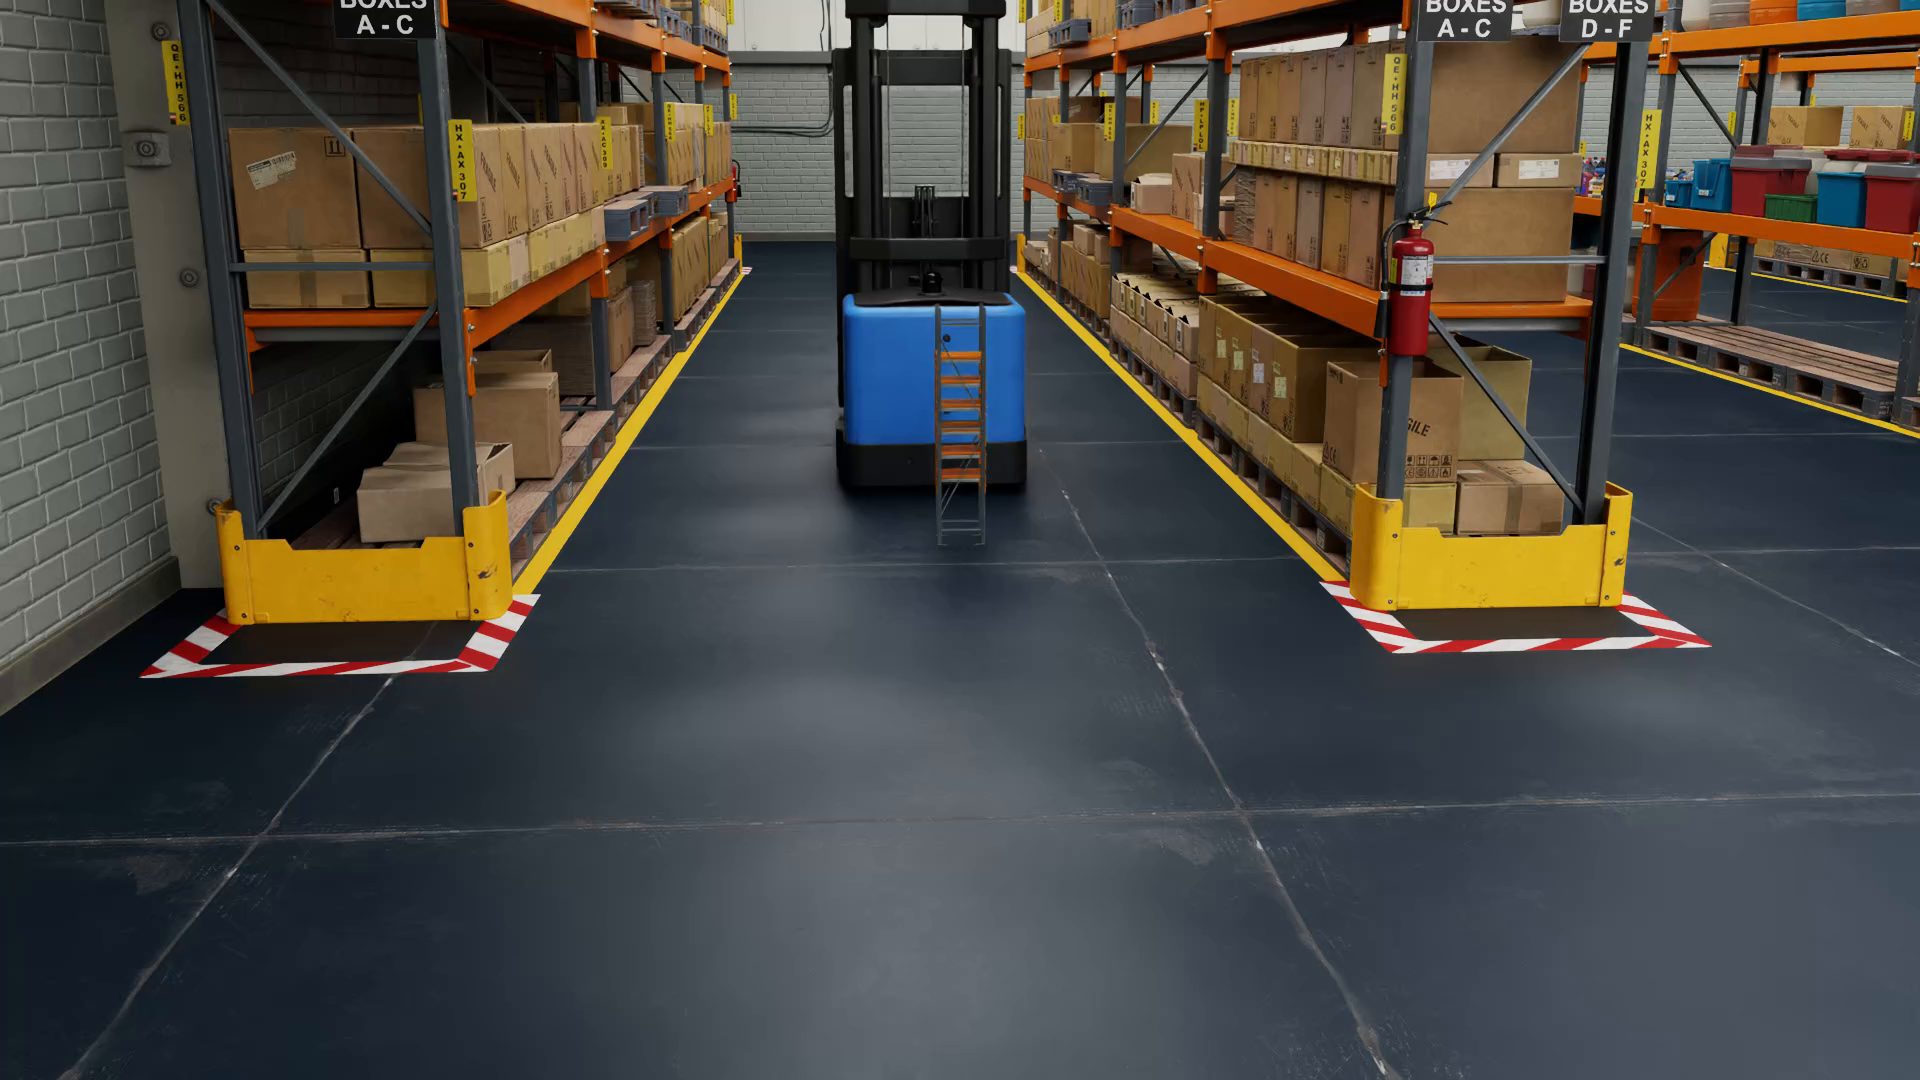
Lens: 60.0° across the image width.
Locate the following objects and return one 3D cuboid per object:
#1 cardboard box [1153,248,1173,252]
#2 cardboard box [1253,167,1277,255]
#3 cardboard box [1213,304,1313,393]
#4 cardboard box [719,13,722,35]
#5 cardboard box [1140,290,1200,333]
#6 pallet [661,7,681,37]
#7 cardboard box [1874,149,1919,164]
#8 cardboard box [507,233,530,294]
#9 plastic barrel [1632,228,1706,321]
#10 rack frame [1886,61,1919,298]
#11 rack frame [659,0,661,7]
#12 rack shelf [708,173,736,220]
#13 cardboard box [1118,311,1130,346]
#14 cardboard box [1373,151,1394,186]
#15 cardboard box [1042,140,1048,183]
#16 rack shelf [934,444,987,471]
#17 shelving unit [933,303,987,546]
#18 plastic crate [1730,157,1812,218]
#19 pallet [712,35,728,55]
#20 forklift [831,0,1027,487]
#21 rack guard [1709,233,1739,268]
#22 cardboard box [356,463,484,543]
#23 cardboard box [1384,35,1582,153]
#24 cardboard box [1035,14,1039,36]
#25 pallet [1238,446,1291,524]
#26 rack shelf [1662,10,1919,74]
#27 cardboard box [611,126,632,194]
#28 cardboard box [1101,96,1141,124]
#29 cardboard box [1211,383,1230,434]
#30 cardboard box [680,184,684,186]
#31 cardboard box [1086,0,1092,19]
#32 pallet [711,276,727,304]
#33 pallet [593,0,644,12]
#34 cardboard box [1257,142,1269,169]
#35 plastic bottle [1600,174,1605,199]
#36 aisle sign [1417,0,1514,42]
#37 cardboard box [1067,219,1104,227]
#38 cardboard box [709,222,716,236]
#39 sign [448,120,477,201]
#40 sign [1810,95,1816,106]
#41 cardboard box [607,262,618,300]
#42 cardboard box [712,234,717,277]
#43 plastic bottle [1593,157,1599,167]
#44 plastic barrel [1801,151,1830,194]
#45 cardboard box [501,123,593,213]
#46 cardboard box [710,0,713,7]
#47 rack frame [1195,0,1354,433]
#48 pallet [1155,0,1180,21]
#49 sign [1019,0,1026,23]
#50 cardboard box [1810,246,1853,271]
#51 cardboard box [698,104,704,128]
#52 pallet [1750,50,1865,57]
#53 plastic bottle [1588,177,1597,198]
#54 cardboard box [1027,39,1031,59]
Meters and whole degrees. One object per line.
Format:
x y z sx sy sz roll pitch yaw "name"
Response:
1.993 -2.820 17.601 0.500 0.500 0.500 -1 14 -3 "cardboard box"
2.192 -2.001 10.084 0.700 0.500 0.500 -1 14 -4 "cardboard box"
1.874 -1.185 10.282 0.500 0.500 0.500 -1 14 -3 "cardboard box"
-3.225 -6.426 20.718 0.500 0.250 0.500 -1 14 -6 "cardboard box"
1.713 -1.812 13.101 0.500 0.311 0.500 -1 14 -4 "cardboard box"
-3.166 -4.632 14.869 1.213 0.211 1.003 0 14 -1 "pallet"
11.222 -4.513 19.751 0.500 0.250 0.500 -1 14 -4 "cardboard box"
-2.337 -1.314 7.876 0.500 0.250 0.500 -1 14 -5 "cardboard box"
6.768 -2.538 15.885 0.600 0.830 0.708 -1 14 -3 "plastic barrel"
11.511 -4.336 19.358 1.000 3.000 0.127 -1 14 -3 "rack frame"
-3.073 -6.017 13.853 1.000 3.000 0.127 -1 14 -3 "rack frame"
-3.444 -4.255 20.490 1.077 0.370 4.000 -1 14 -3 "rack shelf"
1.643 -1.801 14.182 0.500 0.250 0.500 -1 14 -5 "cardboard box"
2.135 -1.719 7.686 0.380 0.149 0.250 -1 14 -2 "cardboard box"
1.269 -4.609 20.218 0.500 0.500 0.500 -1 14 -2 "cardboard box"
0.001 -0.418 8.404 0.258 0.103 0.180 -1 14 -3 "rack shelf"
0.001 -0.577 8.363 0.258 1.200 0.189 -1 14 -3 "shelving unit"
6.610 -2.889 13.607 0.402 0.464 0.583 -1 14 -3 "plastic crate"
-3.512 -6.327 21.254 1.003 0.211 1.213 -1 14 -3 "pallet"
-0.251 -2.038 10.565 1.130 2.935 3.031 -1 14 -4 "forklift"
11.262 -4.126 23.560 1.175 0.500 0.348 -1 14 -3 "rack guard"
-2.530 -0.206 7.822 0.500 0.311 0.500 -3 15 -10 "cardboard box"
2.347 -2.006 7.498 0.700 0.500 0.500 -1 14 -3 "cardboard box"
1.209 -6.420 20.738 0.500 0.250 0.500 -1 14 -3 "cardboard box"
2.205 -0.341 9.429 1.003 0.211 1.213 -1 14 -3 "pallet"
6.939 -3.872 12.978 1.077 0.370 4.000 -1 14 -3 "rack shelf"
-2.934 -2.947 12.877 0.700 0.500 0.500 -1 14 -3 "cardboard box"
1.875 -4.838 19.103 0.500 0.500 0.500 -1 14 -2 "cardboard box"
1.871 -0.822 10.375 0.500 0.250 0.500 -1 14 -3 "cardboard box"
-2.977 -3.532 16.698 0.380 0.149 0.250 0 14 -2 "cardboard box"
1.645 -5.645 17.181 0.600 0.600 0.600 -1 14 -4 "cardboard box"
-3.290 -2.946 19.554 1.003 0.211 1.213 -1 14 -3 "pallet"
-2.757 -3.634 10.987 1.213 0.211 1.003 -1 14 -3 "pallet"
1.993 -2.295 9.925 0.380 0.149 0.250 -1 14 -4 "cardboard box"
6.337 -3.480 16.288 0.097 0.271 0.097 0 14 0 "plastic bottle"
2.078 -2.438 6.763 0.394 0.787 0.004 -1 14 -3 "aisle sign"
1.655 -4.050 22.380 0.500 0.500 0.500 -1 14 -3 "cardboard box"
-3.104 -3.689 19.716 0.380 0.149 0.250 0 14 -2 "cardboard box"
-2.036 -1.550 6.793 0.100 0.325 0.005 -1 14 -3 "sign"
11.806 -6.011 23.070 0.100 0.325 0.005 -1 14 -3 "sign"
-2.966 -2.029 13.019 0.500 0.250 0.500 -1 14 -4 "cardboard box"
-3.292 -3.412 19.941 0.700 0.500 0.500 -1 14 -4 "cardboard box"
6.951 -4.012 18.199 0.144 0.351 0.185 -1 14 -3 "plastic bottle"
7.118 -2.961 13.792 0.421 0.512 0.421 0 14 0 "plastic barrel"
-2.450 -2.180 9.736 0.500 0.500 0.500 -1 14 -4 "cardboard box"
-3.123 -6.411 19.156 0.500 0.500 0.500 -1 14 -5 "cardboard box"
2.119 -2.194 11.035 1.000 3.000 0.127 -1 14 -3 "rack frame"
2.075 -4.105 12.820 1.003 0.211 1.213 0 14 -1 "pallet"
0.834 -7.046 22.119 0.100 0.325 0.005 -1 14 -3 "sign"
11.494 -3.899 21.084 0.875 0.875 0.875 -1 14 -3 "cardboard box"
-3.036 -4.560 17.885 0.500 0.250 0.500 -1 14 -2 "cardboard box"
11.319 -6.556 22.146 1.003 0.211 1.213 -1 14 -3 "pallet"
6.319 -3.518 16.579 0.097 0.201 0.097 0 14 0 "plastic bottle"
1.154 -6.427 21.767 0.500 0.250 0.500 -1 14 -3 "cardboard box"
